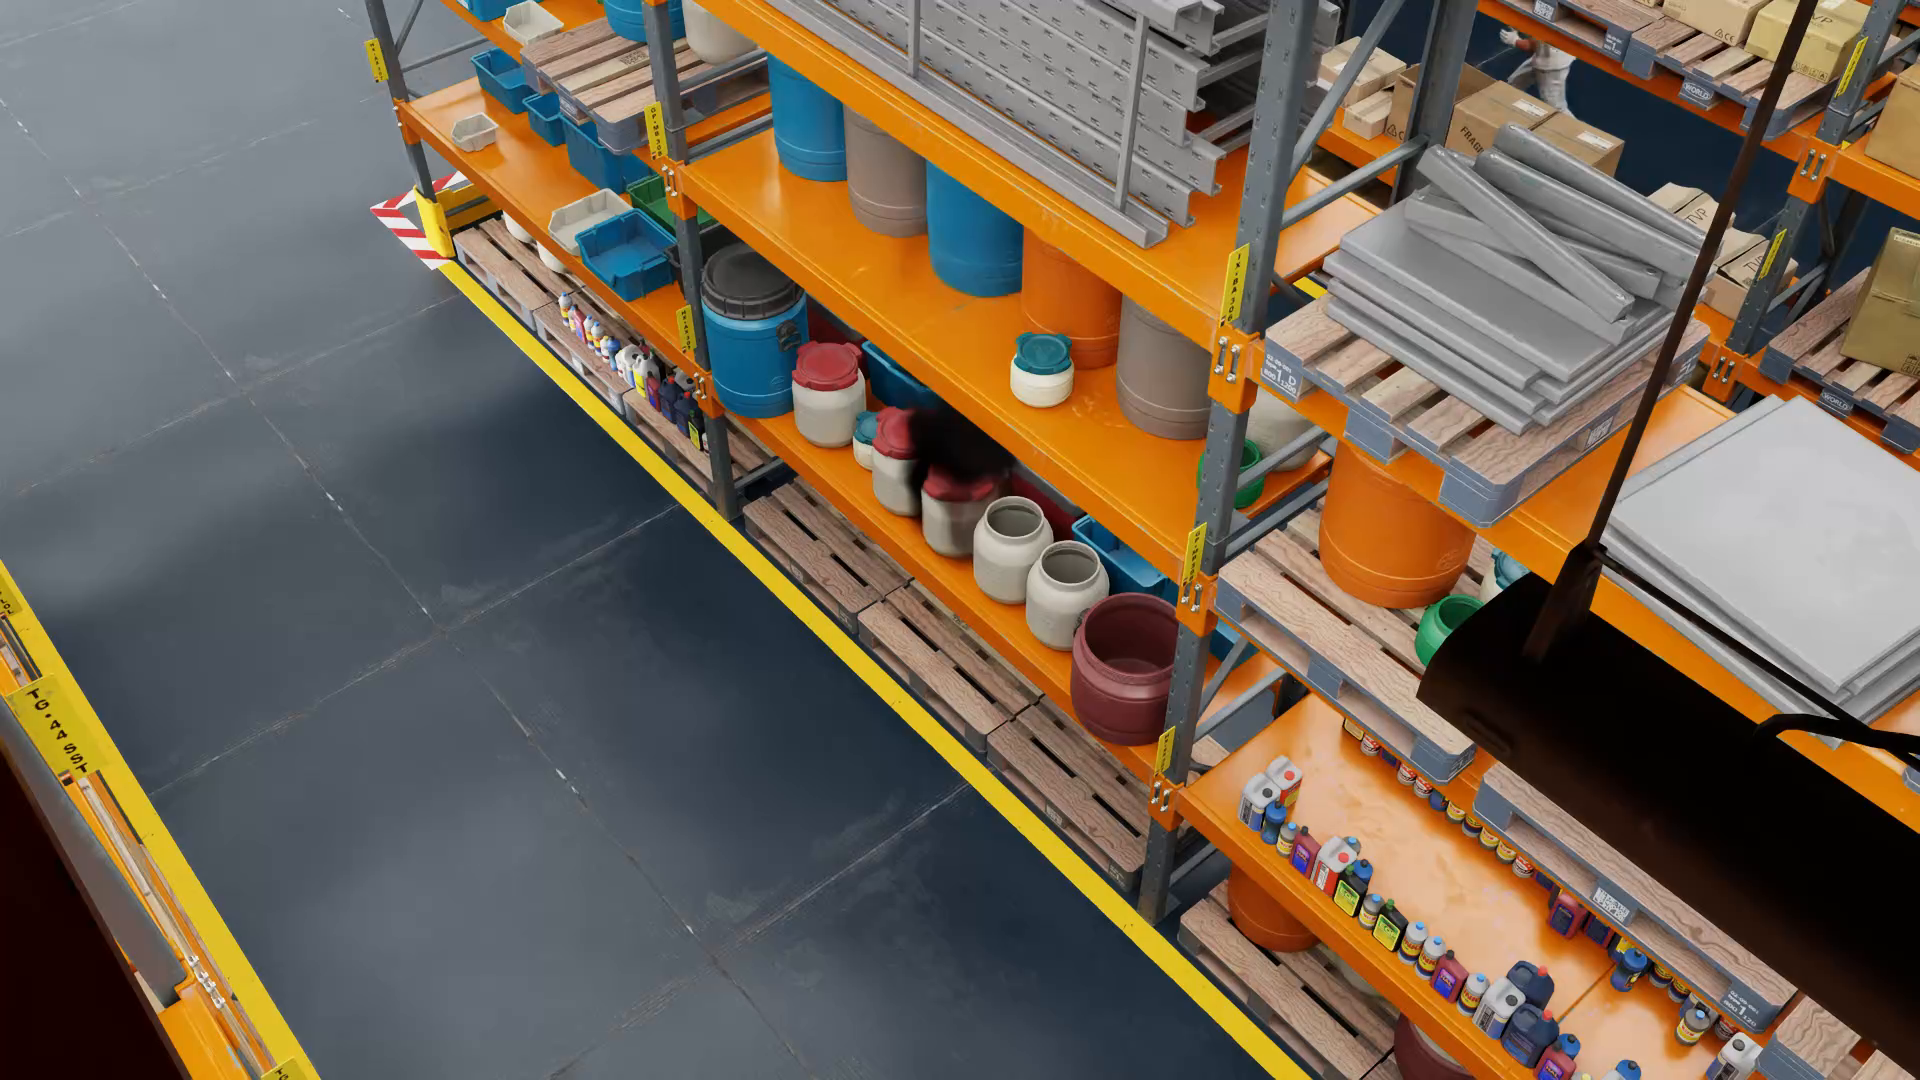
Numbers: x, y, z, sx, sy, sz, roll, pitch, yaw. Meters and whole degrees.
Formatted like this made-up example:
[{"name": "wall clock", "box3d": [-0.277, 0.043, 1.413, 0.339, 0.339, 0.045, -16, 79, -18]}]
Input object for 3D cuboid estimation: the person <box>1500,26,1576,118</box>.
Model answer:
[{"name": "person", "box3d": [4.807, -3.795, 13.457, 1.052, 1.732, 0.706, 27, 52, 23]}]
